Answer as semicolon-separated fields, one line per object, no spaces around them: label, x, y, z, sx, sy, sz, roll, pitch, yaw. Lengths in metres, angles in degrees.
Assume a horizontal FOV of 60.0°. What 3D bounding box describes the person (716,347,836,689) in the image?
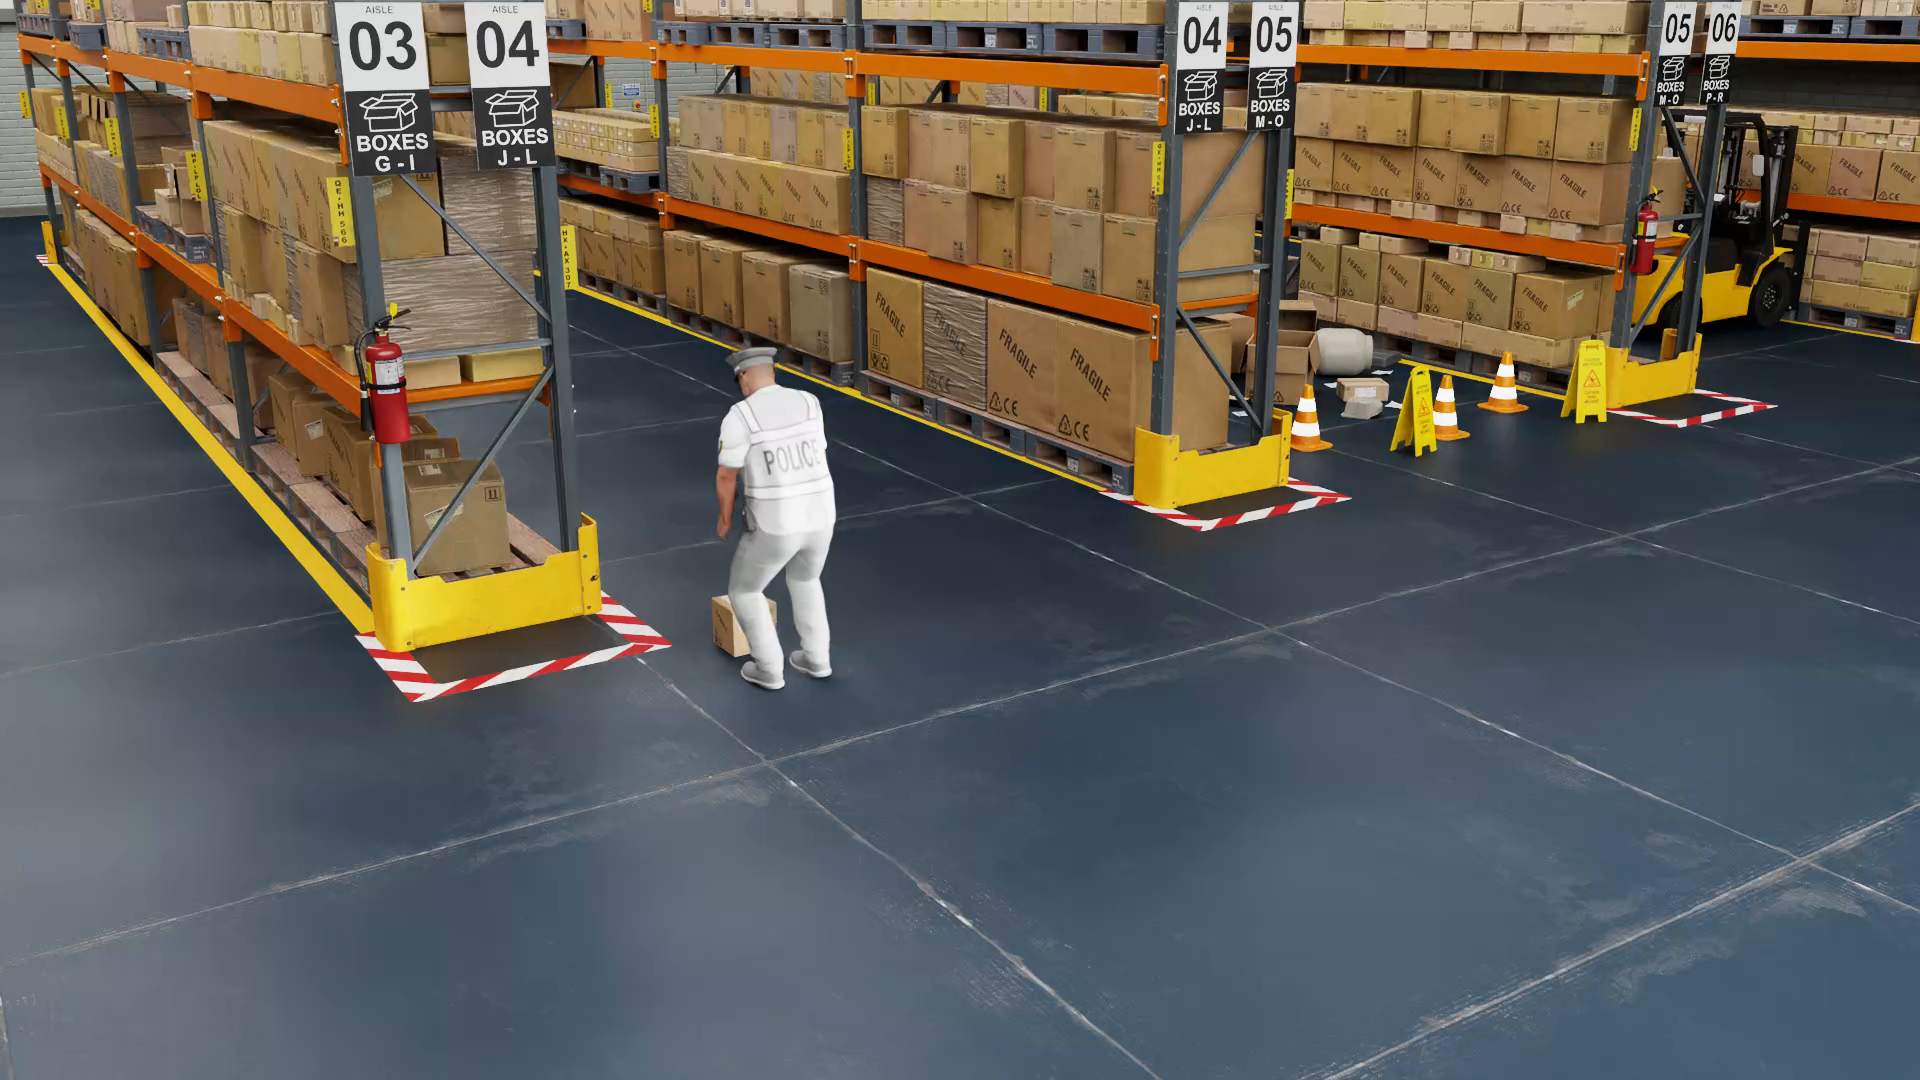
person;-0.895;-0.097;8.038;0.571;1.646;0.585;-11;21;-30
